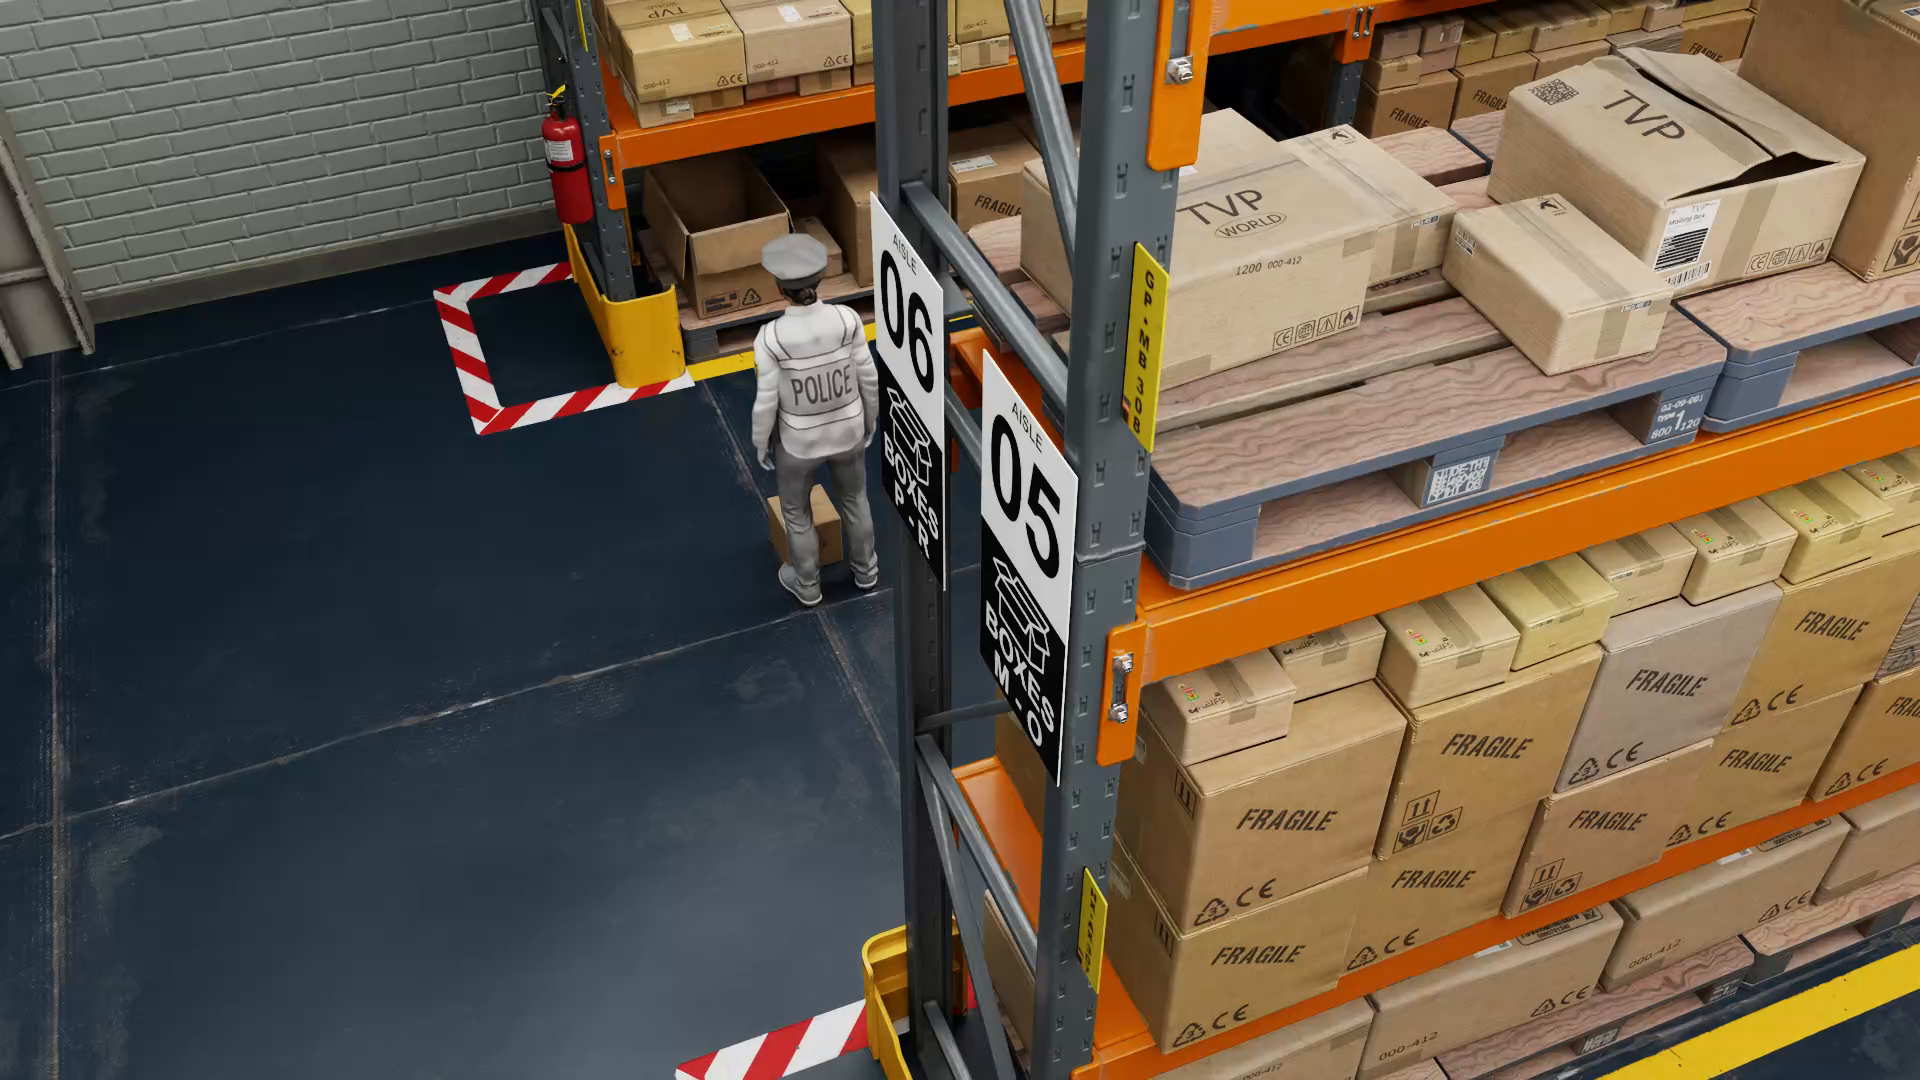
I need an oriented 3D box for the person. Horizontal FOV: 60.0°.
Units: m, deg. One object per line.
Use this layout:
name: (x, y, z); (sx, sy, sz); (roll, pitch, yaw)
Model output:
person: (-0.570, -0.425, 6.629); (0.527, 1.663, 0.376); (-15, 44, -17)
